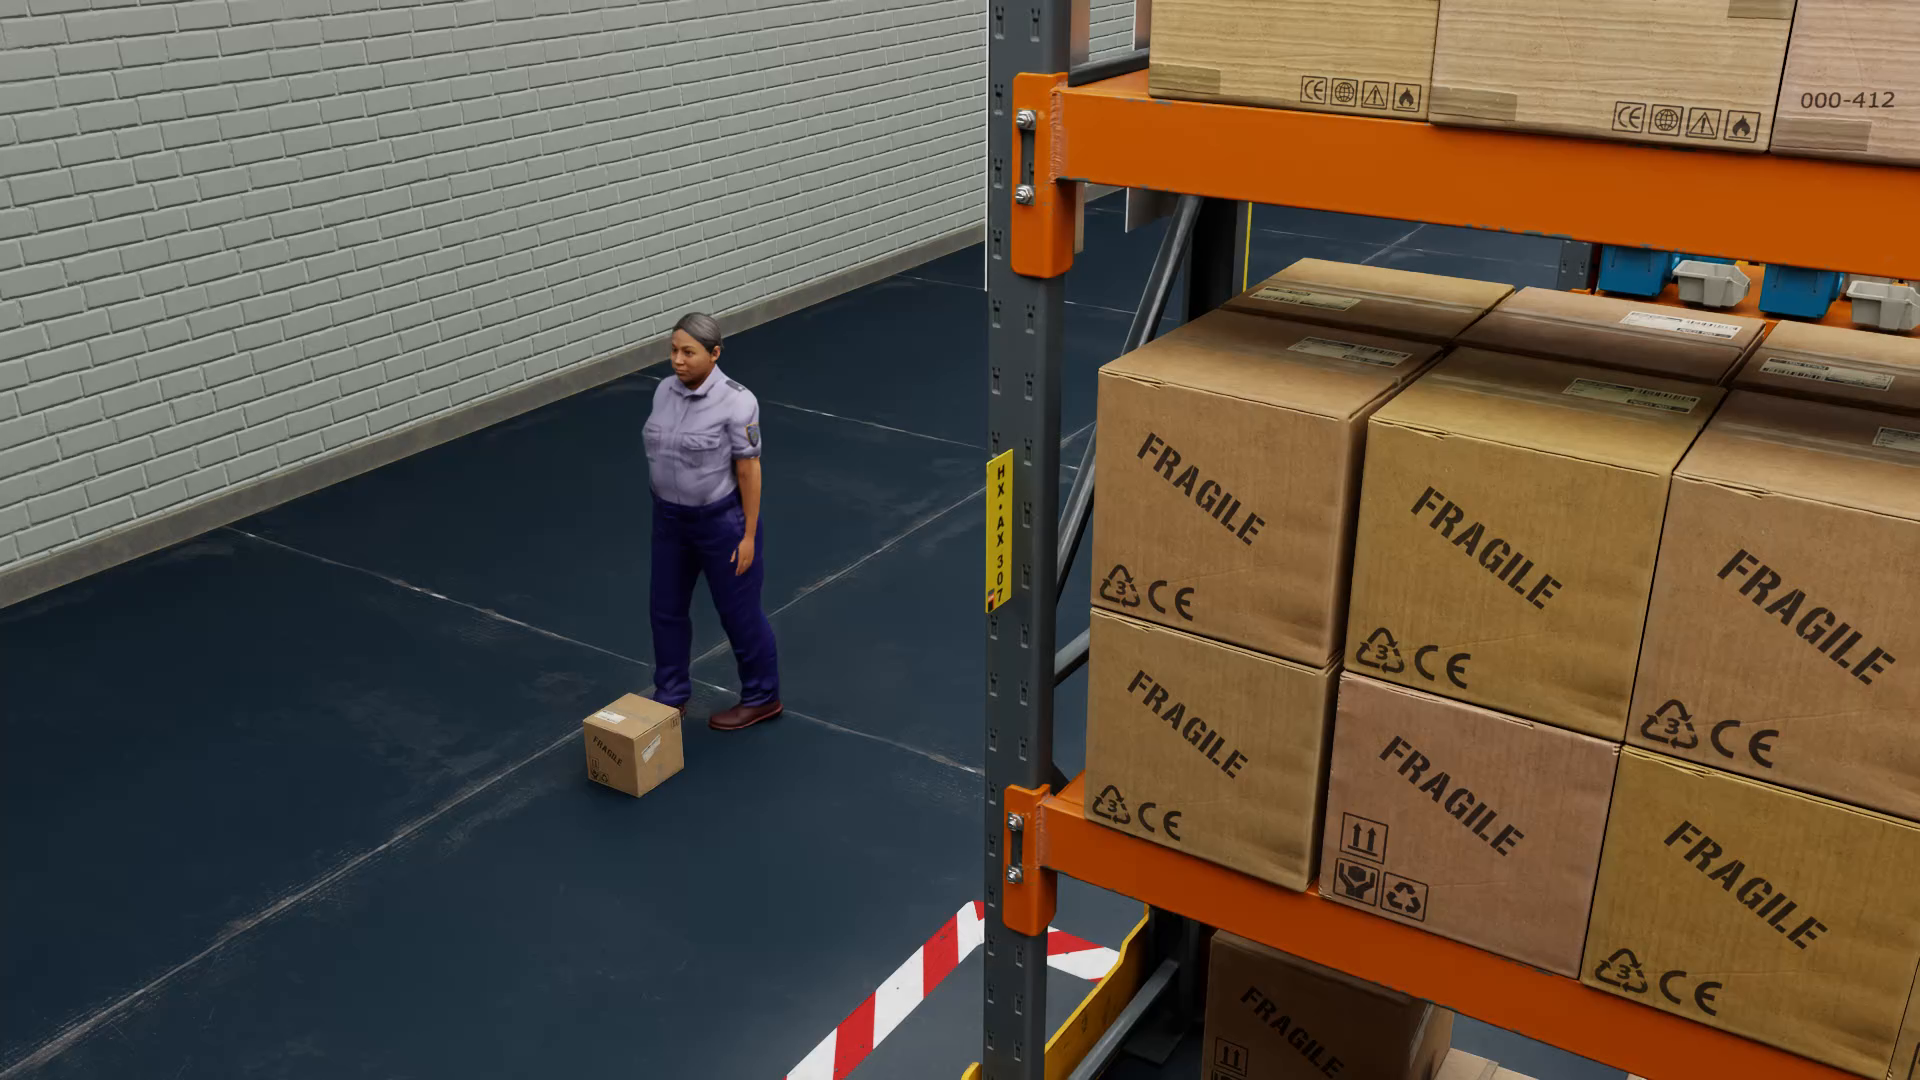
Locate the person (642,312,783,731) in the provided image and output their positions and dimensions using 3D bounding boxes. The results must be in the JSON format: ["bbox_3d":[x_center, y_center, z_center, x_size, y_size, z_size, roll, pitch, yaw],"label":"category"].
[{"bbox_3d":[-0.985,-0.024,6.181,0.477,1.656,0.502,14,27,29],"label":"person"}]
